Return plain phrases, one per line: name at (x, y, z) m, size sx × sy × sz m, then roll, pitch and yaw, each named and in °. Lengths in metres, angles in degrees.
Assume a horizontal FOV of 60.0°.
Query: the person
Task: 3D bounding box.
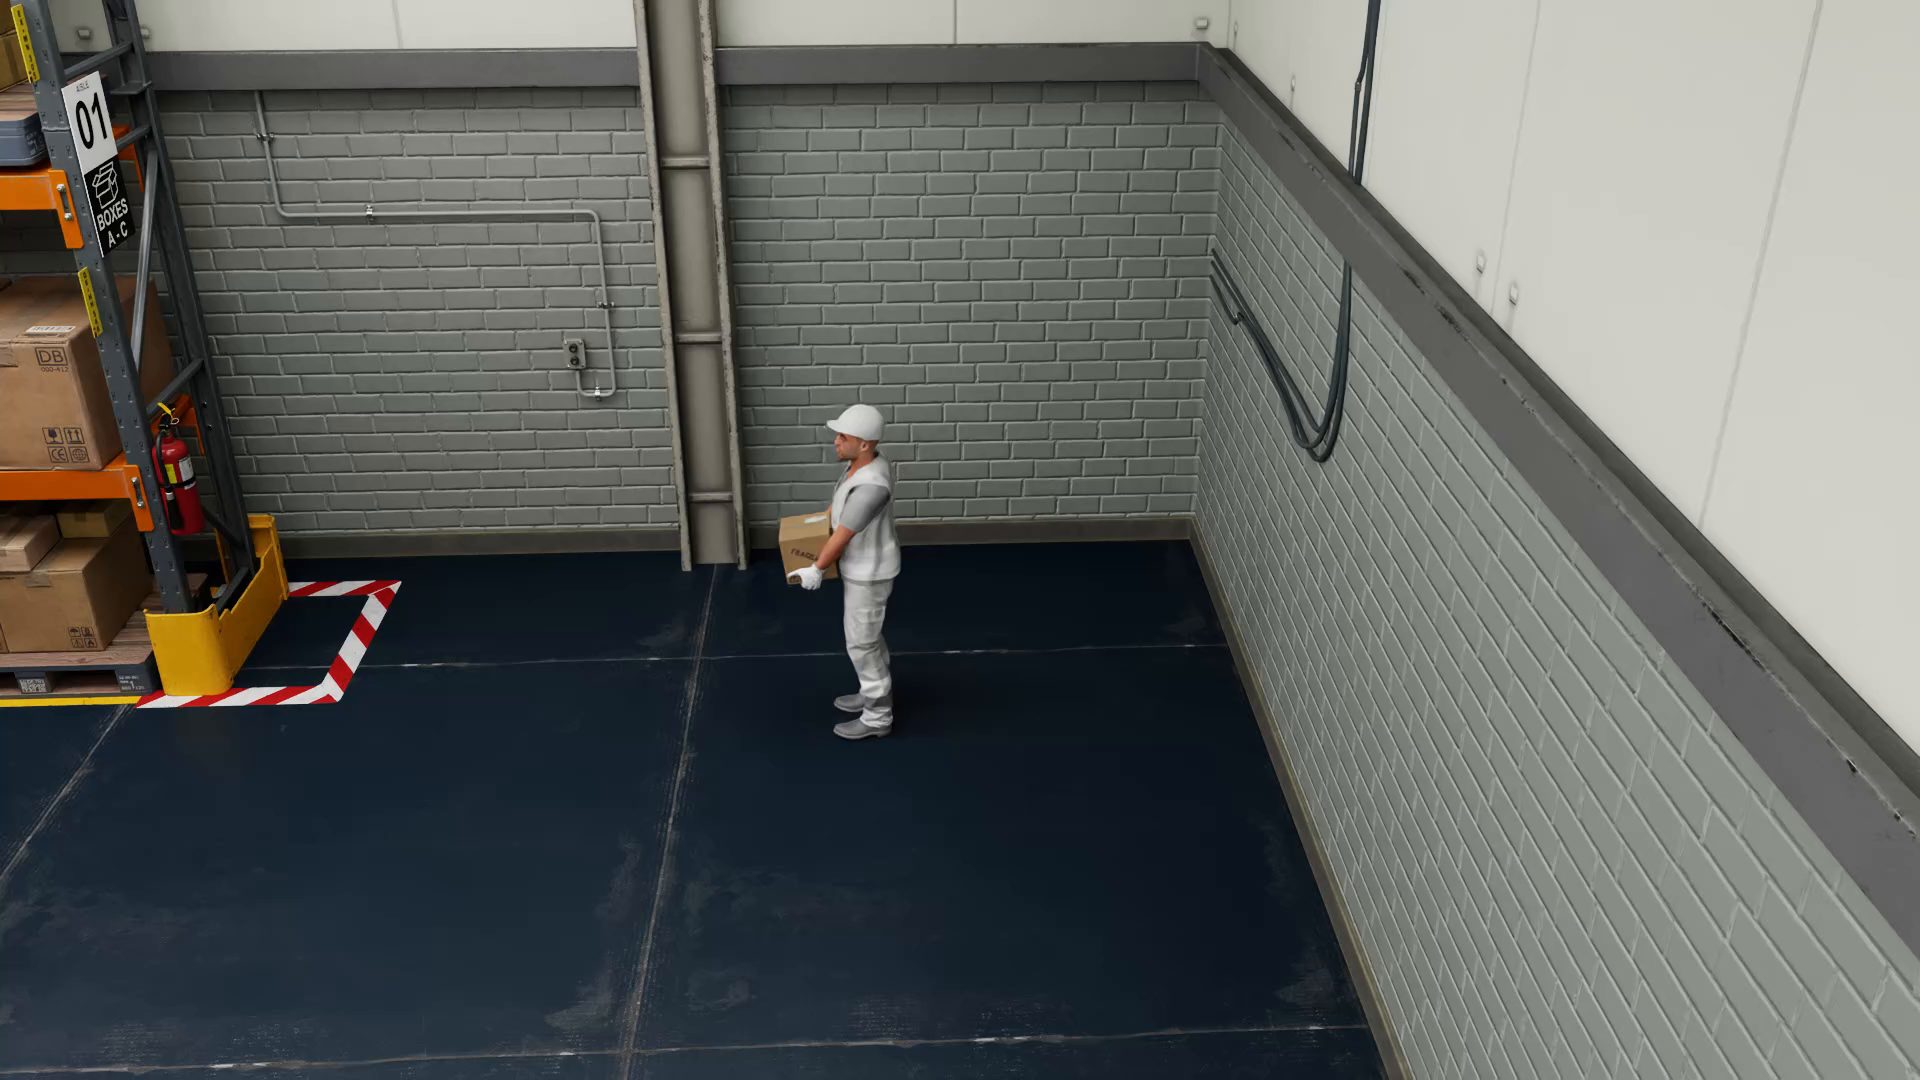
person at (-0.574, 0.158, 8.286) m, size 0.563 × 1.786 × 0.495 m, roll -2°, pitch 27°, yaw -3°
